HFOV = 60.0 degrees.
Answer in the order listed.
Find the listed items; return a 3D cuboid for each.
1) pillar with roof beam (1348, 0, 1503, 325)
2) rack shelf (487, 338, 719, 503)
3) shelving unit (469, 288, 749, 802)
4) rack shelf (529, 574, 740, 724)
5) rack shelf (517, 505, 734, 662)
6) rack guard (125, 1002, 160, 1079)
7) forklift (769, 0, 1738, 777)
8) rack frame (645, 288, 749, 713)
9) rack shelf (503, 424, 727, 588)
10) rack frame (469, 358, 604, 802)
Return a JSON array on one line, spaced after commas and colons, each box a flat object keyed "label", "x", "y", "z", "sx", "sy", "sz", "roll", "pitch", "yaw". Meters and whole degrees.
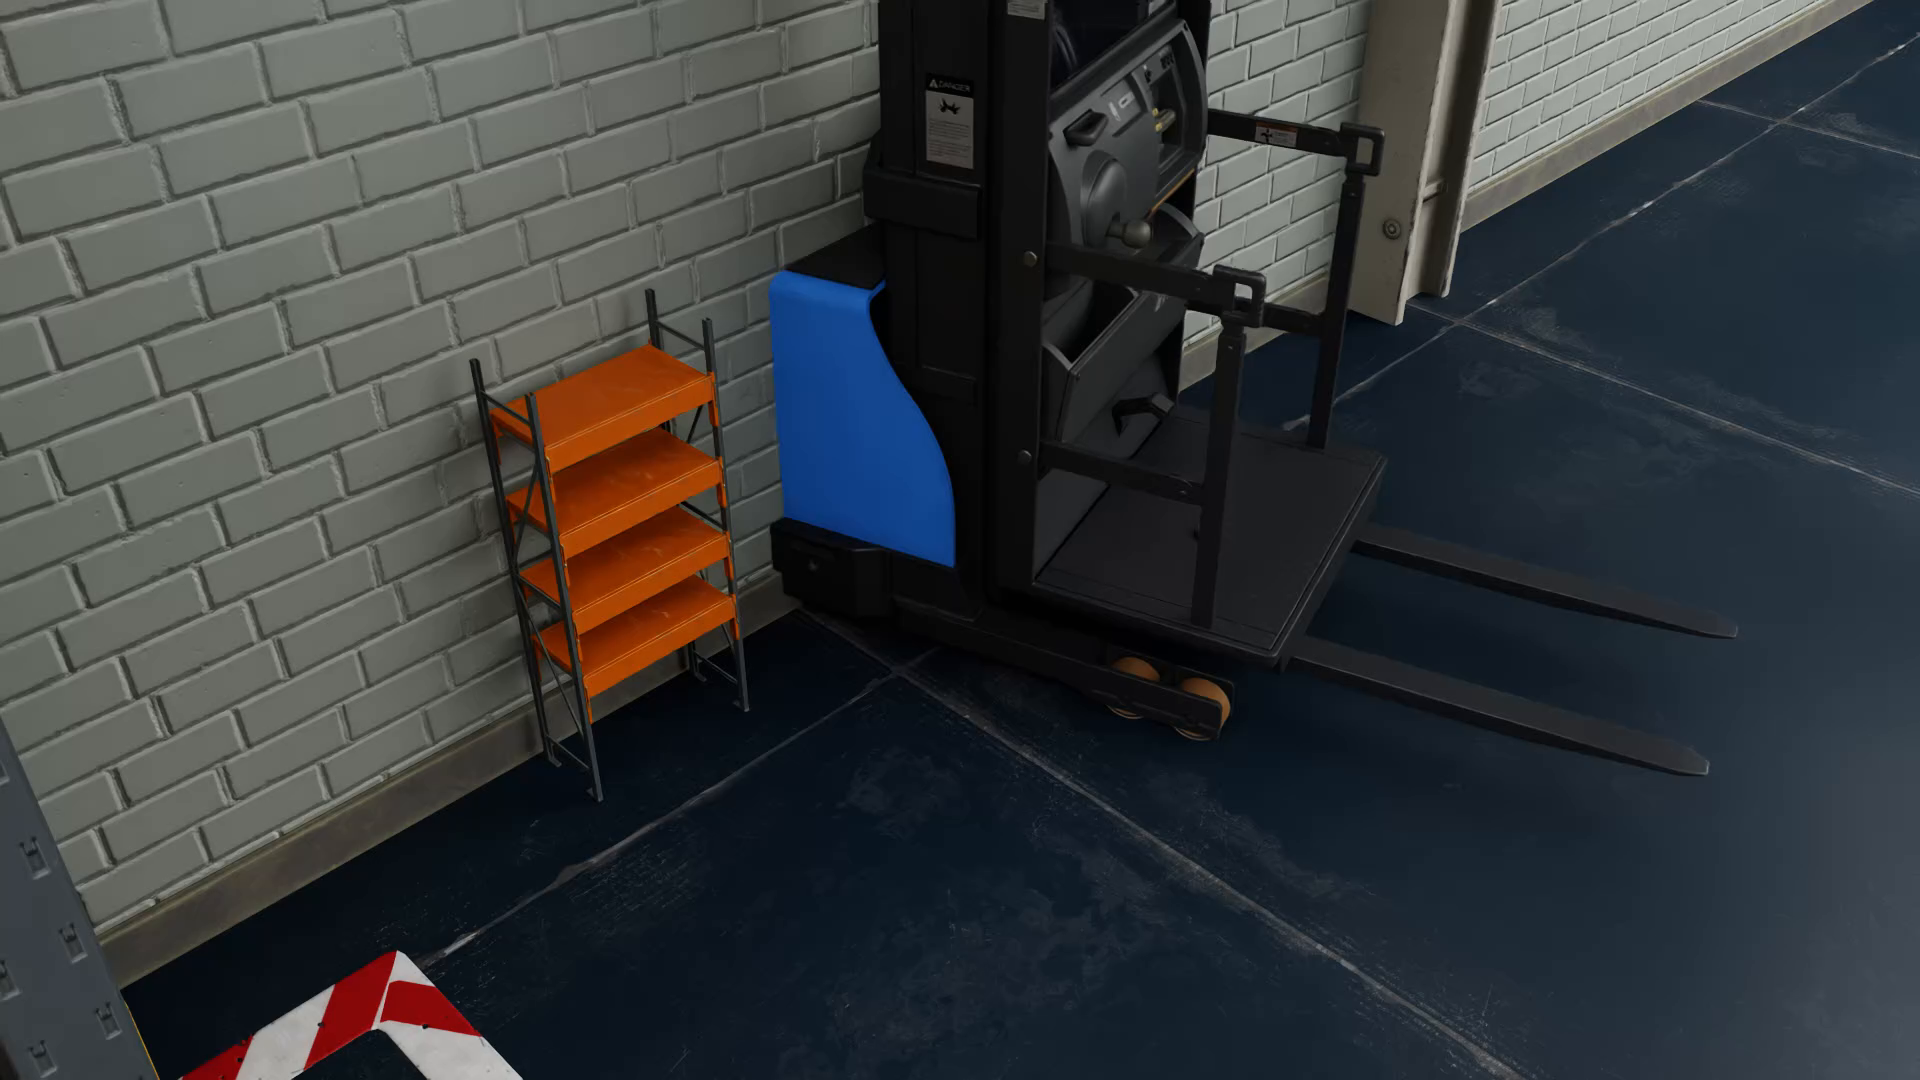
[{"label": "pillar with roof beam", "x": 4.770, "y": -2.927, "z": 1.580, "sx": 9.100, "sy": 9.000, "sz": 0.400, "roll": 30, "pitch": 45, "yaw": 35}, {"label": "rack shelf", "x": -0.841, "y": -0.290, "z": 3.930, "sx": 0.258, "sy": 0.148, "sz": 0.480, "roll": 29, "pitch": 44, "yaw": 35}, {"label": "shelving unit", "x": -0.841, "y": 0.032, "z": 4.155, "sx": 0.258, "sy": 1.200, "sz": 0.503, "roll": 29, "pitch": 44, "yaw": 35}, {"label": "rack shelf", "x": -0.841, "y": 0.251, "z": 4.307, "sx": 0.258, "sy": 0.148, "sz": 0.480, "roll": 29, "pitch": 44, "yaw": 35}, {"label": "rack shelf", "x": -0.841, "y": 0.088, "z": 4.193, "sx": 0.258, "sy": 0.148, "sz": 0.480, "roll": 29, "pitch": 44, "yaw": 35}, {"label": "rack guard", "x": -1.366, "y": 1.331, "z": 2.905, "sx": 1.175, "sy": 0.500, "sz": 0.348, "roll": 30, "pitch": 45, "yaw": 35}, {"label": "forklift", "x": 0.618, "y": -1.011, "z": 4.138, "sx": 3.031, "sy": 2.935, "sz": 1.130, "roll": 16, "pitch": 38, "yaw": 22}, {"label": "rack frame", "x": -0.671, "y": -0.068, "z": 4.298, "sx": 0.240, "sy": 1.200, "sz": 0.015, "roll": 29, "pitch": 44, "yaw": 35}, {"label": "rack shelf", "x": -0.841, "y": -0.096, "z": 4.065, "sx": 0.258, "sy": 0.148, "sz": 0.480, "roll": 29, "pitch": 44, "yaw": 35}, {"label": "rack frame", "x": -1.011, "y": 0.133, "z": 4.011, "sx": 0.240, "sy": 1.200, "sz": 0.015, "roll": 29, "pitch": 44, "yaw": 35}]
